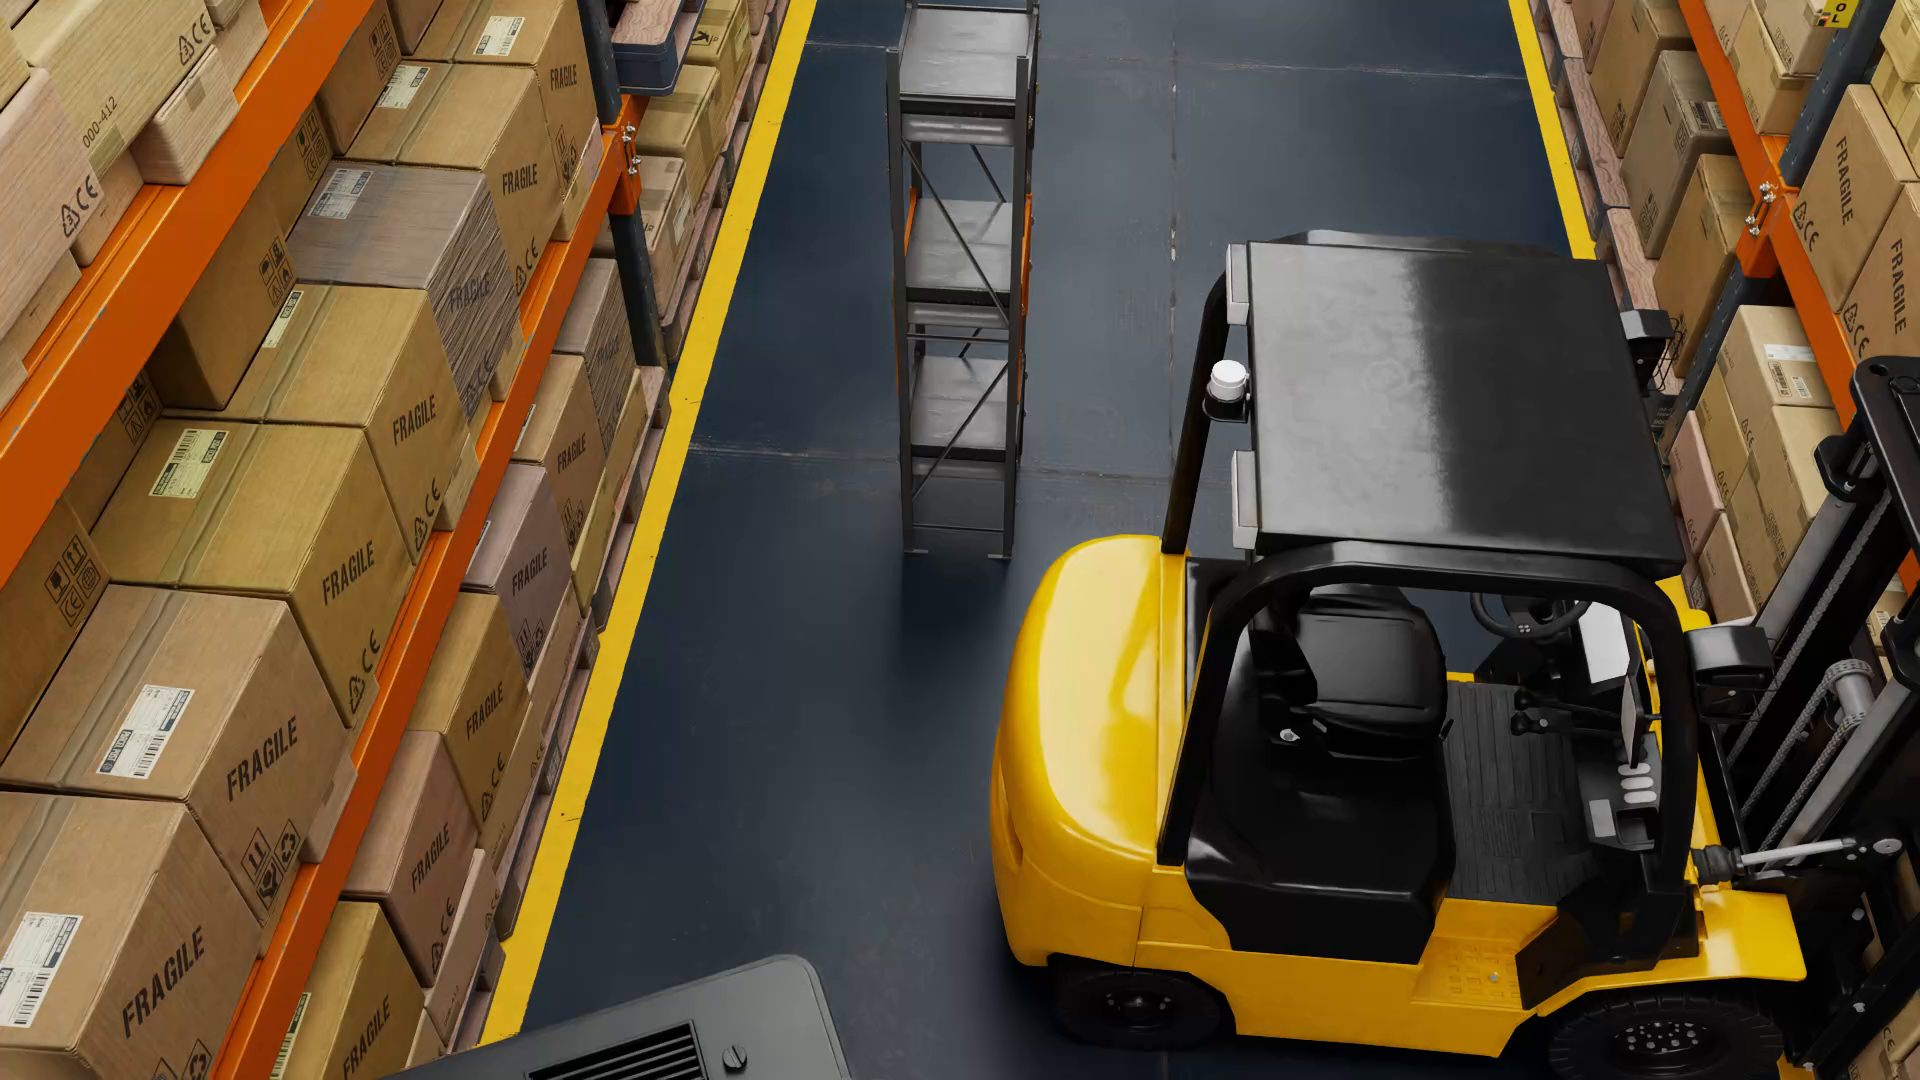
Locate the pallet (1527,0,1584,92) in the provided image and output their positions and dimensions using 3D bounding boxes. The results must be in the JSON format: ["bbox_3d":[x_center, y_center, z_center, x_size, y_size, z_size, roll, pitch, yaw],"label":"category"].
[{"bbox_3d":[3.503,-2.706,8.582,1.003,0.211,1.213,4,48,4],"label":"pallet"}]

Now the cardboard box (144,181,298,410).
[{"bbox_3d":[-2.045,-0.674,3.886,0.700,0.500,0.500,4,48,3],"label":"cardboard box"}]

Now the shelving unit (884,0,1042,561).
[{"bbox_3d":[0.015,-0.830,5.586,0.431,2.100,0.503,4,48,4],"label":"shelving unit"}]

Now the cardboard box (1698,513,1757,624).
[{"bbox_3d":[2.848,0.184,5.628,0.500,0.250,0.500,3,48,3],"label":"cardboard box"}]

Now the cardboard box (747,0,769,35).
[{"bbox_3d":[-1.447,-2.878,8.346,0.950,0.372,0.625,3,48,3],"label":"cardboard box"}]

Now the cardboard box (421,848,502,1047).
[{"bbox_3d":[-1.652,1.136,4.757,0.500,0.250,0.500,5,48,5],"label":"cardboard box"}]

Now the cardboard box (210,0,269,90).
[{"bbox_3d":[-1.604,-0.997,3.267,0.380,0.149,0.250,3,48,2],"label":"cardboard box"}]

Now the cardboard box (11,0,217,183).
[{"bbox_3d":[-1.666,-0.866,2.877,0.500,0.250,0.500,5,48,5],"label":"cardboard box"}]

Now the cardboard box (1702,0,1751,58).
[{"bbox_3d":[3.078,-2.017,6.164,0.500,0.250,0.500,4,48,3],"label":"cardboard box"}]

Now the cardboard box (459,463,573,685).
[{"bbox_3d":[-1.568,0.094,5.202,0.500,0.500,0.500,6,48,6],"label":"cardboard box"}]

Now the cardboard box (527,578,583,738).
[{"bbox_3d":[-1.567,0.363,5.464,0.500,0.250,0.500,5,48,4],"label":"cardboard box"}]

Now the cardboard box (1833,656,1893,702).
[{"bbox_3d":[2.750,0.600,4.570,0.500,0.250,0.500,3,48,3],"label":"cardboard box"}]

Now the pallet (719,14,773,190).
[{"bbox_3d":[-1.513,-2.171,8.093,1.003,0.211,1.213,4,48,4],"label":"pallet"}]

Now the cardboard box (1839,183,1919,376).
[{"bbox_3d":[2.921,-0.651,4.745,0.500,0.500,0.500,5,48,4],"label":"cardboard box"}]

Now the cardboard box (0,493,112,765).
[{"bbox_3d":[-2.173,0.065,3.211,0.700,0.500,0.500,4,48,4],"label":"cardboard box"}]

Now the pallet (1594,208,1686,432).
[{"bbox_3d":[3.281,-0.913,6.942,1.003,0.211,1.213,4,48,4],"label":"pallet"}]

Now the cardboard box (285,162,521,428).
[{"bbox_3d":[-1.567,-0.672,4.562,0.500,0.500,0.500,5,48,5],"label":"cardboard box"}]

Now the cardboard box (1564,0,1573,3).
[{"bbox_3d":[3.547,-3.132,8.407,0.875,0.625,0.625,5,48,5],"label":"cardboard box"}]

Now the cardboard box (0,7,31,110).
[{"bbox_3d":[-1.632,-0.691,2.446,0.380,0.149,0.250,4,48,3],"label":"cardboard box"}]

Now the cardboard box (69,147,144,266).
[{"bbox_3d":[-1.690,-0.621,2.923,0.380,0.149,0.250,3,48,2],"label":"cardboard box"}]

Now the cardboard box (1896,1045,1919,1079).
[{"bbox_3d":[2.677,1.500,4.085,0.500,0.250,0.500,3,48,3],"label":"cardboard box"}]

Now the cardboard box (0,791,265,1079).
[{"bbox_3d":[-1.736,0.835,3.184,0.500,0.500,0.500,3,48,3],"label":"cardboard box"}]

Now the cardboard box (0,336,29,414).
[{"bbox_3d":[-1.709,-0.243,2.577,0.380,0.149,0.250,5,48,5],"label":"cardboard box"}]

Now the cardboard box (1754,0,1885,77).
[{"bbox_3d":[3.043,-1.806,5.632,0.500,0.250,0.500,3,48,3],"label":"cardboard box"}]

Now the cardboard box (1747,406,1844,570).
[{"bbox_3d":[2.839,-0.152,5.257,0.500,0.250,0.500,4,48,4],"label":"cardboard box"}]

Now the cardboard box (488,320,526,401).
[{"bbox_3d":[-1.506,-0.553,4.893,0.380,0.149,0.250,3,48,3],"label":"cardboard box"}]

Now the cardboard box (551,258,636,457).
[{"bbox_3d":[-1.478,-0.655,5.887,0.500,0.500,0.500,3,48,3],"label":"cardboard box"}]

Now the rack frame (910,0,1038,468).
[{"bbox_3d":[0.037,-1.010,5.750,0.400,2.100,0.015,4,48,4],"label":"rack frame"}]

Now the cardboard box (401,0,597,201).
[{"bbox_3d":[-1.484,-1.432,5.258,0.500,0.500,0.500,3,48,3],"label":"cardboard box"}]

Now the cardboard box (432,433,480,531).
[{"bbox_3d":[-1.546,-0.175,4.548,0.380,0.149,0.250,4,48,4],"label":"cardboard box"}]

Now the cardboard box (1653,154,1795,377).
[{"bbox_3d":[3.289,-1.034,6.488,0.875,0.625,0.625,6,48,5],"label":"cardboard box"}]

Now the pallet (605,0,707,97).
[{"bbox_3d":[-1.476,-2.128,6.294,1.003,0.211,1.213,4,48,4],"label":"pallet"}]

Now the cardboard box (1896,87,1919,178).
[{"bbox_3d":[2.939,-1.156,4.767,0.380,0.149,0.250,5,48,4],"label":"cardboard box"}]

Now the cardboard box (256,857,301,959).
[{"bbox_3d":[-1.705,0.771,3.682,0.380,0.149,0.250,2,48,2],"label":"cardboard box"}]

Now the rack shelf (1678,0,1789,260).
[{"bbox_3d":[3.435,-2.537,7.025,1.077,0.370,4.000,4,48,4],"label":"rack shelf"}]

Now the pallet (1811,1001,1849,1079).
[{"bbox_3d":[3.030,1.112,5.090,1.003,0.211,1.213,4,48,4],"label":"pallet"}]

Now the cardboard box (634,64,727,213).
[{"bbox_3d":[-1.583,-1.810,7.369,0.950,0.372,0.625,7,48,6],"label":"cardboard box"}]

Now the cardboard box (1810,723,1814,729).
[{"bbox_3d":[2.753,0.752,4.769,0.500,0.250,0.500,4,48,3],"label":"cardboard box"}]

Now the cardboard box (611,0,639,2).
[{"bbox_3d":[-1.326,-2.083,6.008,0.380,0.149,0.250,5,48,4],"label":"cardboard box"}]

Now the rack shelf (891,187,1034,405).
[{"bbox_3d":[0.015,-0.821,5.597,0.431,0.518,0.480,4,48,4],"label":"rack shelf"}]

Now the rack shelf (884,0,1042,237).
[{"bbox_3d":[0.015,-1.294,5.080,0.431,0.518,0.480,4,48,4],"label":"rack shelf"}]

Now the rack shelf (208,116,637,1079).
[{"bbox_3d":[-1.873,0.071,4.639,1.077,0.370,4.000,4,48,4],"label":"rack shelf"}]

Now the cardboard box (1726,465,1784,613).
[{"bbox_3d":[2.857,0.013,5.446,0.500,0.250,0.500,4,48,3],"label":"cardboard box"}]

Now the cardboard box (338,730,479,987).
[{"bbox_3d":[-1.662,0.855,4.506,0.500,0.500,0.500,2,48,2],"label":"cardboard box"}]

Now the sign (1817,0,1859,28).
[{"bbox_3d":[2.711,-1.703,5.044,0.100,0.325,0.005,4,48,4],"label":"sign"}]

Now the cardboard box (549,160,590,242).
[{"bbox_3d":[-1.433,-1.116,5.408,0.380,0.149,0.250,5,48,4],"label":"cardboard box"}]

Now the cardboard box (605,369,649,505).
[{"bbox_3d":[-1.477,-0.402,6.164,0.500,0.250,0.500,6,48,5],"label":"cardboard box"}]

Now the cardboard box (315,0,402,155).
[{"bbox_3d":[-2.015,-1.430,4.578,0.700,0.500,0.500,4,48,4],"label":"cardboard box"}]

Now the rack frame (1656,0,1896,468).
[{"bbox_3d":[3.252,-1.310,5.415,1.000,3.000,0.127,4,48,4],"label":"rack frame"}]

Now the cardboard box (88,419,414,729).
[{"bbox_3d":[-1.647,0.079,3.875,0.500,0.500,0.500,3,48,3],"label":"cardboard box"}]

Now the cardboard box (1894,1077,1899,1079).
[{"bbox_3d":[2.671,1.684,4.256,0.500,0.250,0.500,4,48,4],"label":"cardboard box"}]

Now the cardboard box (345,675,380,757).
[{"bbox_3d":[-1.645,0.396,4.026,0.380,0.149,0.250,5,48,5],"label":"cardboard box"}]

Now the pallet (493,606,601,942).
[{"bbox_3d":[-1.825,0.695,5.471,1.003,0.211,1.213,4,48,4],"label":"pallet"}]

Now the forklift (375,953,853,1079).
[{"bbox_3d":[-0.469,1.752,2.661,3.031,2.935,1.130,-14,49,-13],"label":"forklift"}]

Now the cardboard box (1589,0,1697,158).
[{"bbox_3d":[3.434,-2.157,7.515,0.875,0.625,0.625,2,48,2],"label":"cardboard box"}]
